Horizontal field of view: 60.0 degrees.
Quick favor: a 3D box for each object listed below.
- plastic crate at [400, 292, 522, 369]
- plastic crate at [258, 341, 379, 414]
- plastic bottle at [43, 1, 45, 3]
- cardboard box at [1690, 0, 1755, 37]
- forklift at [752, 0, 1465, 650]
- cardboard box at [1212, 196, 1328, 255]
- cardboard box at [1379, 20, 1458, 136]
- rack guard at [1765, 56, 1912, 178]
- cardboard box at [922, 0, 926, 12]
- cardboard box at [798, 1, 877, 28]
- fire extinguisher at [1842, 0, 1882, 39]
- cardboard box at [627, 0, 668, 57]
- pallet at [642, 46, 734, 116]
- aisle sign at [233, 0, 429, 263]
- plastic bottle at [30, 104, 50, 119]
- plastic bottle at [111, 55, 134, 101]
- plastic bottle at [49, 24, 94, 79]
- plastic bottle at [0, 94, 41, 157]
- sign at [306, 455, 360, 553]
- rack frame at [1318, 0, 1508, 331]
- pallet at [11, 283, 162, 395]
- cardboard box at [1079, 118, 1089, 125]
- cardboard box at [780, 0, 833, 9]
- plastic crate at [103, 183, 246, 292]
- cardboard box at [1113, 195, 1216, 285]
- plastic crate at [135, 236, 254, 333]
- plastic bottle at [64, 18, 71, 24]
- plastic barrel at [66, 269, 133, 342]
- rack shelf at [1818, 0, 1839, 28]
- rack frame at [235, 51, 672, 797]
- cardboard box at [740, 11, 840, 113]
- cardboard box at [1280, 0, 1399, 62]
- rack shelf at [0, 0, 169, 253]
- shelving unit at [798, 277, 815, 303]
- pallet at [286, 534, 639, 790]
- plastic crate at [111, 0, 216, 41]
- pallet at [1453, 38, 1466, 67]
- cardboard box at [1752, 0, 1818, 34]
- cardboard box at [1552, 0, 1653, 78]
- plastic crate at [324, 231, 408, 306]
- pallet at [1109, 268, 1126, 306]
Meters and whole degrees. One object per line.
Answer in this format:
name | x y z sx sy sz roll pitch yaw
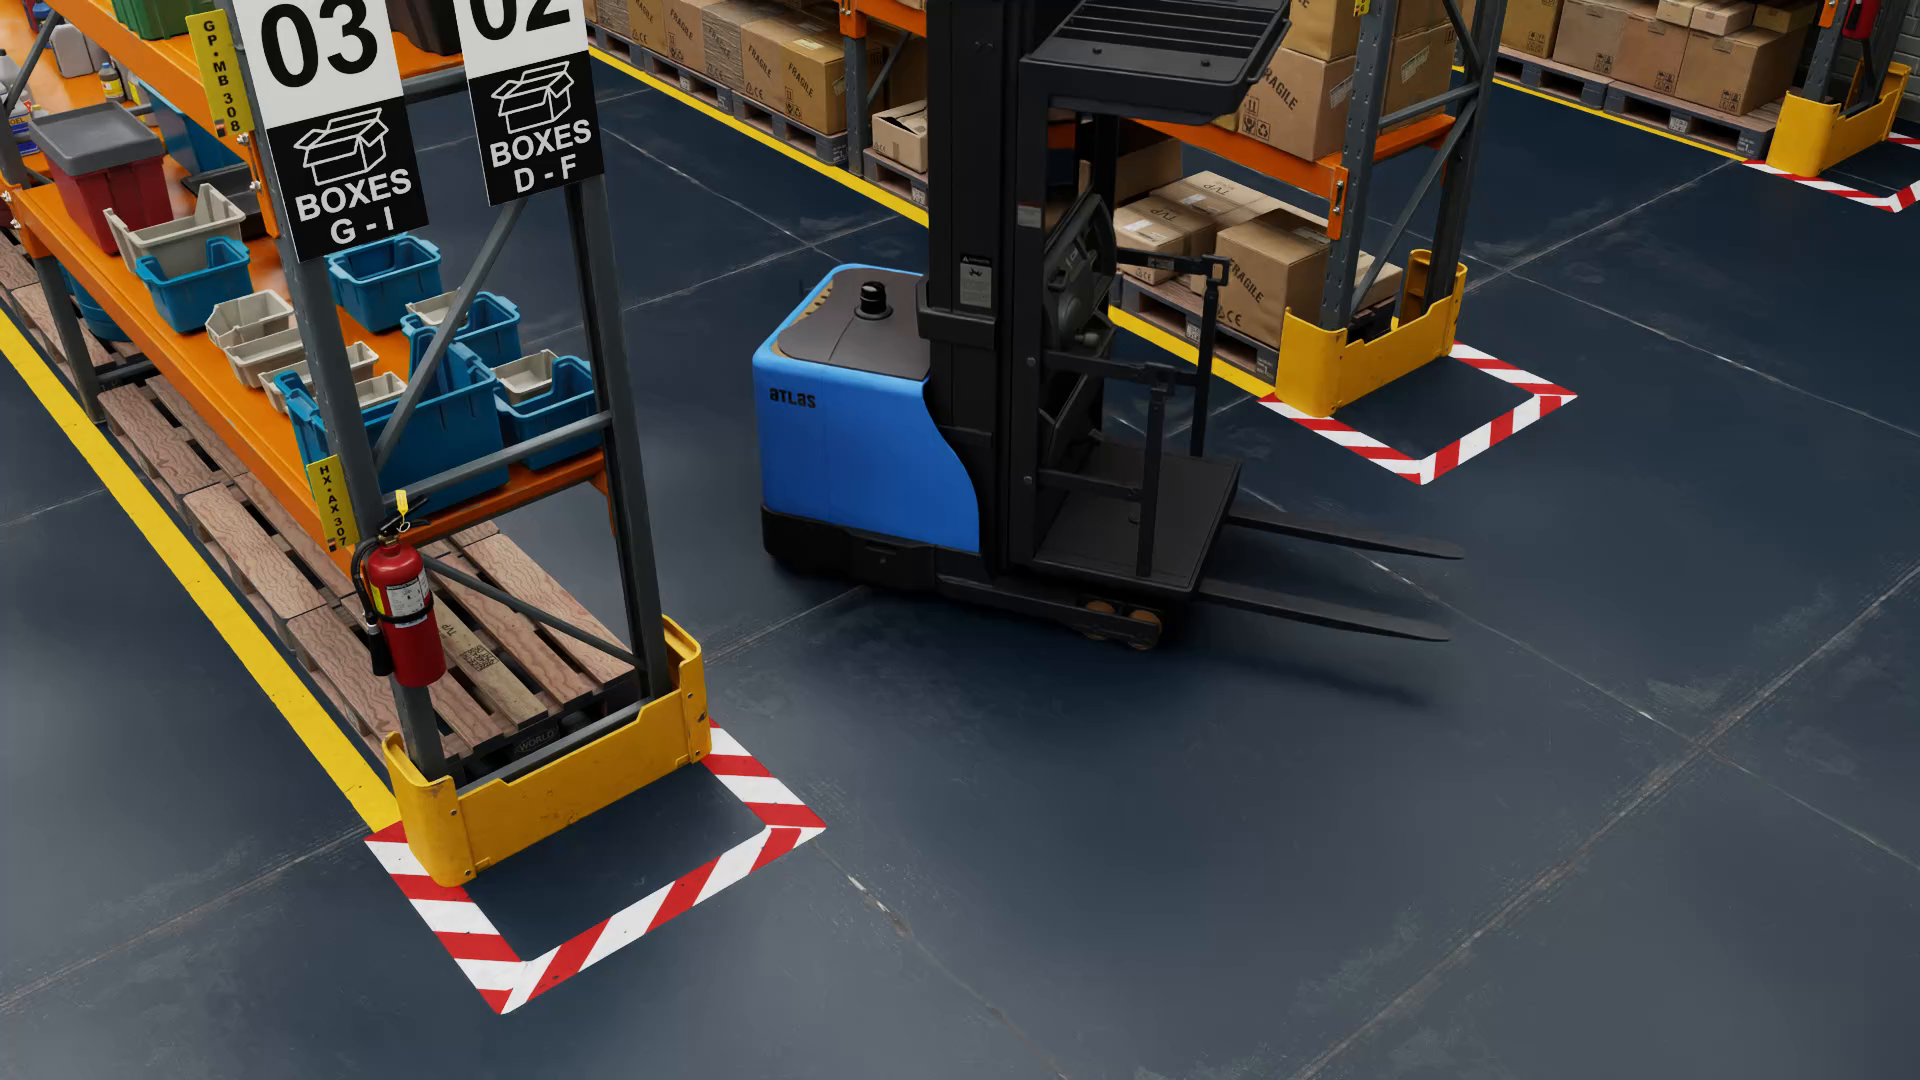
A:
plastic crate | -1.870 -0.736 6.286 0.416 0.233 0.300 -26 43 -32
plastic crate | -2.378 -0.600 6.178 0.396 0.136 0.243 -26 43 -32
plastic bottle | -5.216 -3.054 9.568 0.061 0.283 0.133 -26 43 -32
cardboard box | 5.281 -3.628 11.516 0.380 0.149 0.250 -27 43 -32
forklift | 0.677 -1.077 6.734 3.031 2.935 1.130 11 37 16
cardboard box | 1.792 -1.727 9.591 0.500 0.250 0.500 -26 43 -32
cardboard box | 2.164 -2.438 8.510 0.500 0.500 0.500 -25 42 -31
rack guard | 6.047 -2.921 11.442 1.175 0.500 0.348 -26 43 -32
cardboard box | 0.122 -3.358 9.810 0.500 0.500 0.500 -25 42 -31
cardboard box | -0.811 -3.564 11.969 0.500 0.500 0.500 -25 42 -31
fire extinguisher | 5.776 -3.530 10.528 0.296 0.674 0.183 -26 43 -32
cardboard box | -2.176 -4.034 12.633 0.500 0.500 0.500 -27 43 -32
pallet | -1.677 -3.615 12.671 1.003 0.211 1.213 -26 43 -32
aisle sign | -1.714 -1.177 4.567 0.394 0.787 0.004 -26 43 -32
plastic bottle | -4.536 -2.050 8.221 0.097 0.201 0.097 0 35 0
plastic bottle | -4.362 -2.480 8.764 0.152 0.276 0.135 -26 43 -32
plastic bottle | -4.840 -2.671 9.033 0.152 0.276 0.135 -26 43 -32
plastic bottle | -4.620 -2.026 8.122 0.152 0.276 0.135 -26 43 -32
sign | -1.947 -0.111 5.170 0.100 0.325 0.005 -26 43 -32
rack frame | 2.249 -2.103 8.124 1.000 3.000 0.127 -26 43 -32
pallet | -4.584 -1.241 9.320 1.003 0.211 1.213 -26 43 -32
cardboard box | 0.736 -2.474 10.594 0.500 0.311 0.500 -26 43 -32
cardboard box | -1.103 -4.080 12.049 0.500 0.250 0.500 -26 43 -32
plastic crate | -3.274 -1.256 6.979 0.437 0.282 0.530 -26 43 -32
cardboard box | 1.120 -1.739 9.608 0.500 0.250 0.500 -26 43 -32
plastic crate | -3.058 -1.024 6.694 0.416 0.233 0.300 -26 43 -32
plastic bottle | -4.873 -2.830 9.258 0.152 0.276 0.135 -26 43 -32
plastic barrel | -4.456 -1.585 8.844 0.600 0.901 0.708 -26 43 -32
rack shelf | 4.740 -4.541 12.189 1.077 0.370 4.000 -26 43 -32
rack frame | -1.537 -0.257 5.517 1.000 3.000 0.127 -26 43 -32
cardboard box | -1.182 -3.361 11.682 0.500 0.500 0.500 -26 43 -32
cardboard box | 1.752 -2.646 7.938 0.500 0.500 0.500 -26 43 -32
rack shelf | -5.409 -2.612 9.466 1.077 0.370 4.000 -26 43 -32
shelving unit | -0.626 -0.854 8.177 0.258 0.900 0.210 -12 37 -16
pallet | -2.040 0.502 6.858 1.003 0.211 1.213 -26 43 -32
plastic crate | -2.392 -1.724 5.176 0.450 0.188 0.336 -26 43 -32
pallet | 3.881 -4.215 13.519 1.003 0.211 1.213 -26 43 -32
cardboard box | 5.736 -3.659 11.559 0.380 0.149 0.250 -26 43 -31
cardboard box | 4.855 -3.818 12.345 0.700 0.500 0.500 -28 44 -33
plastic crate | -2.488 -1.159 6.884 0.416 0.233 0.300 -26 43 -32
pallet | 0.902 -1.888 10.234 1.003 0.211 1.213 -26 43 -32
